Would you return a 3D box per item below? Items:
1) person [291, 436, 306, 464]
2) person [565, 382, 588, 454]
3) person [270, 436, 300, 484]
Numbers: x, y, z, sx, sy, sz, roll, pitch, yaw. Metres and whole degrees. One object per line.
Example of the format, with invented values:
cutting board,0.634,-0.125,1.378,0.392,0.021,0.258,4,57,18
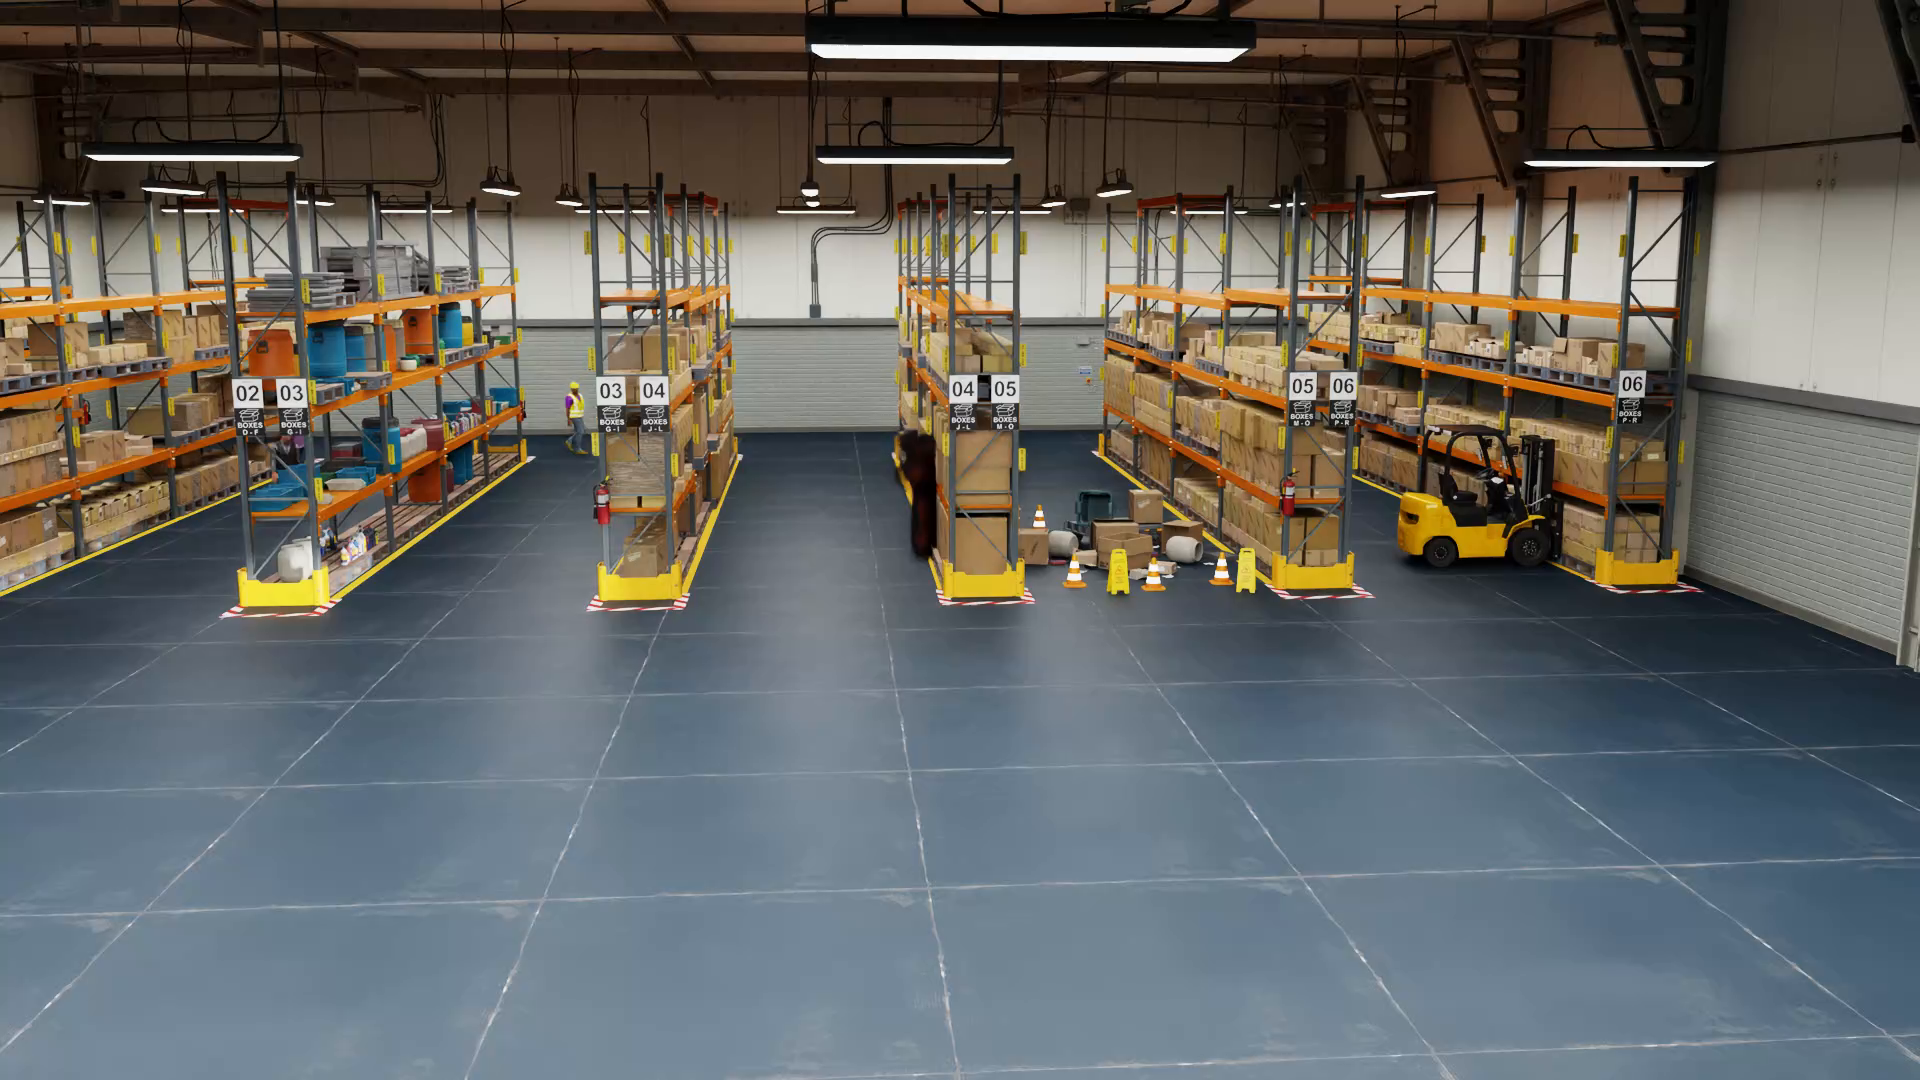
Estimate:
person,-14.025,-1.956,35.296,0.401,1.542,0.823,-1,10,-6
person,-9.324,-2.958,40.311,0.600,1.754,0.529,0,10,1
person,-12.479,-1.242,30.838,0.486,1.679,0.841,-1,10,-8
